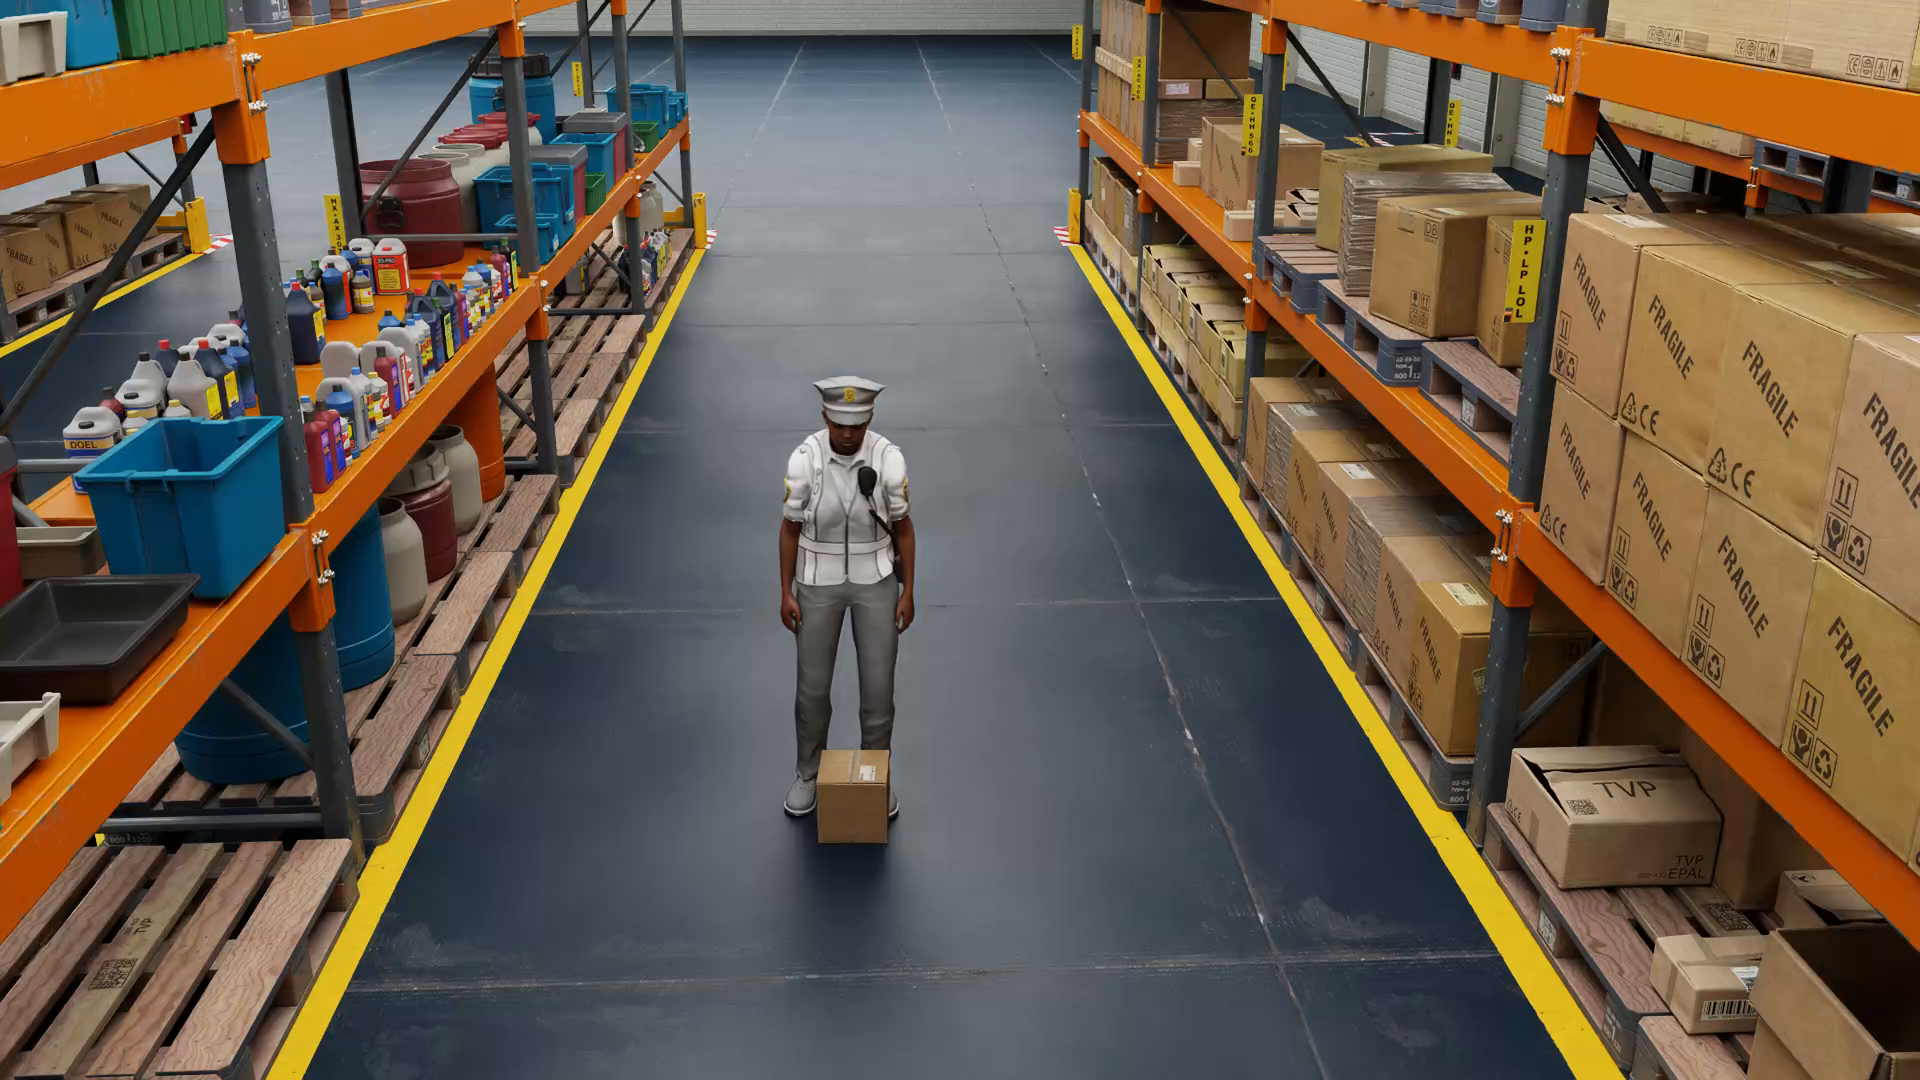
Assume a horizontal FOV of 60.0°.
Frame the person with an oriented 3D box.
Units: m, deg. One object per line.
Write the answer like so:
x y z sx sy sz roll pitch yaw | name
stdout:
-0.412 0.199 6.047 0.505 1.659 0.416 -1 21 -3 | person
